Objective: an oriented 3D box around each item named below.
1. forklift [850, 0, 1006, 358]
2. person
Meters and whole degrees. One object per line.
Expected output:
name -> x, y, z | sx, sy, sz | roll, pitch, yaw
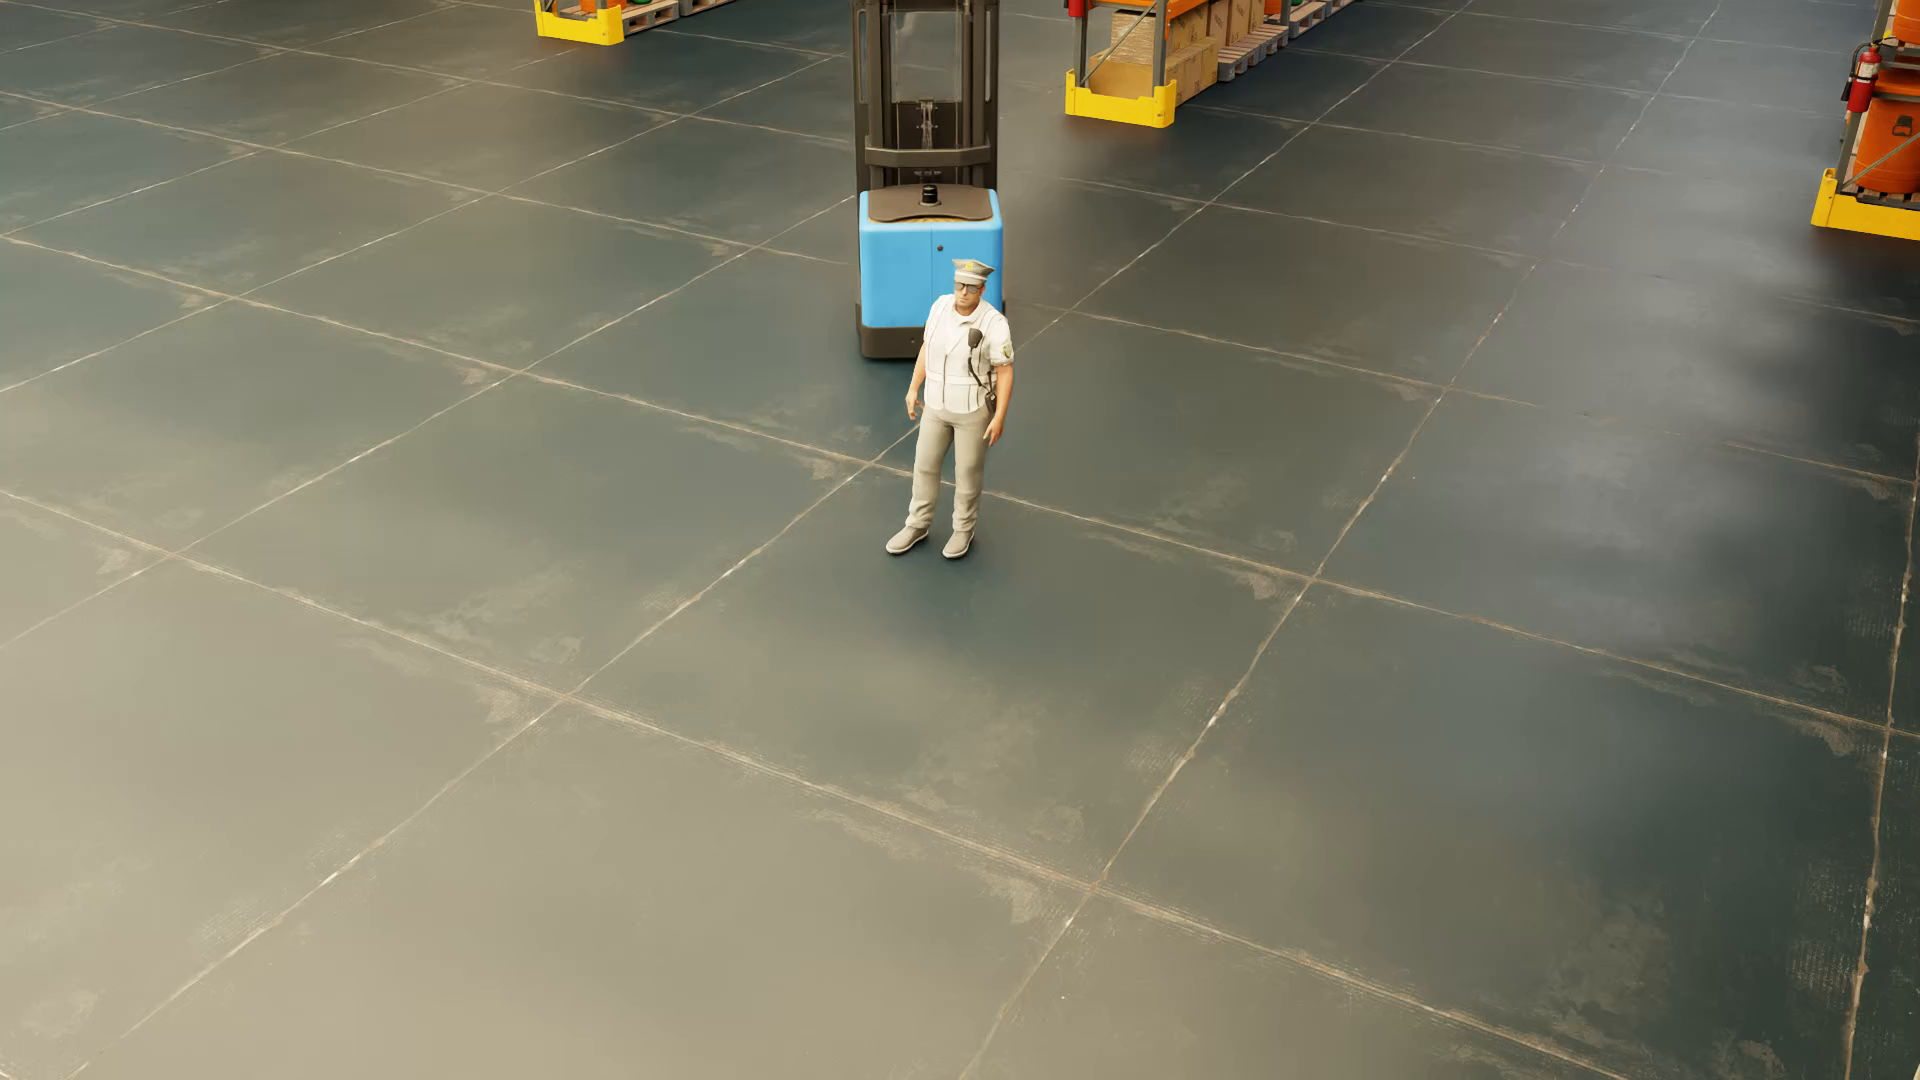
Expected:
forklift -> -0.269, -3.302, 12.791 | 1.130, 2.935, 3.031 | -1, 30, -2
person -> -0.048, -0.747, 9.500 | 0.640, 1.781, 0.575 | 15, 33, 25
